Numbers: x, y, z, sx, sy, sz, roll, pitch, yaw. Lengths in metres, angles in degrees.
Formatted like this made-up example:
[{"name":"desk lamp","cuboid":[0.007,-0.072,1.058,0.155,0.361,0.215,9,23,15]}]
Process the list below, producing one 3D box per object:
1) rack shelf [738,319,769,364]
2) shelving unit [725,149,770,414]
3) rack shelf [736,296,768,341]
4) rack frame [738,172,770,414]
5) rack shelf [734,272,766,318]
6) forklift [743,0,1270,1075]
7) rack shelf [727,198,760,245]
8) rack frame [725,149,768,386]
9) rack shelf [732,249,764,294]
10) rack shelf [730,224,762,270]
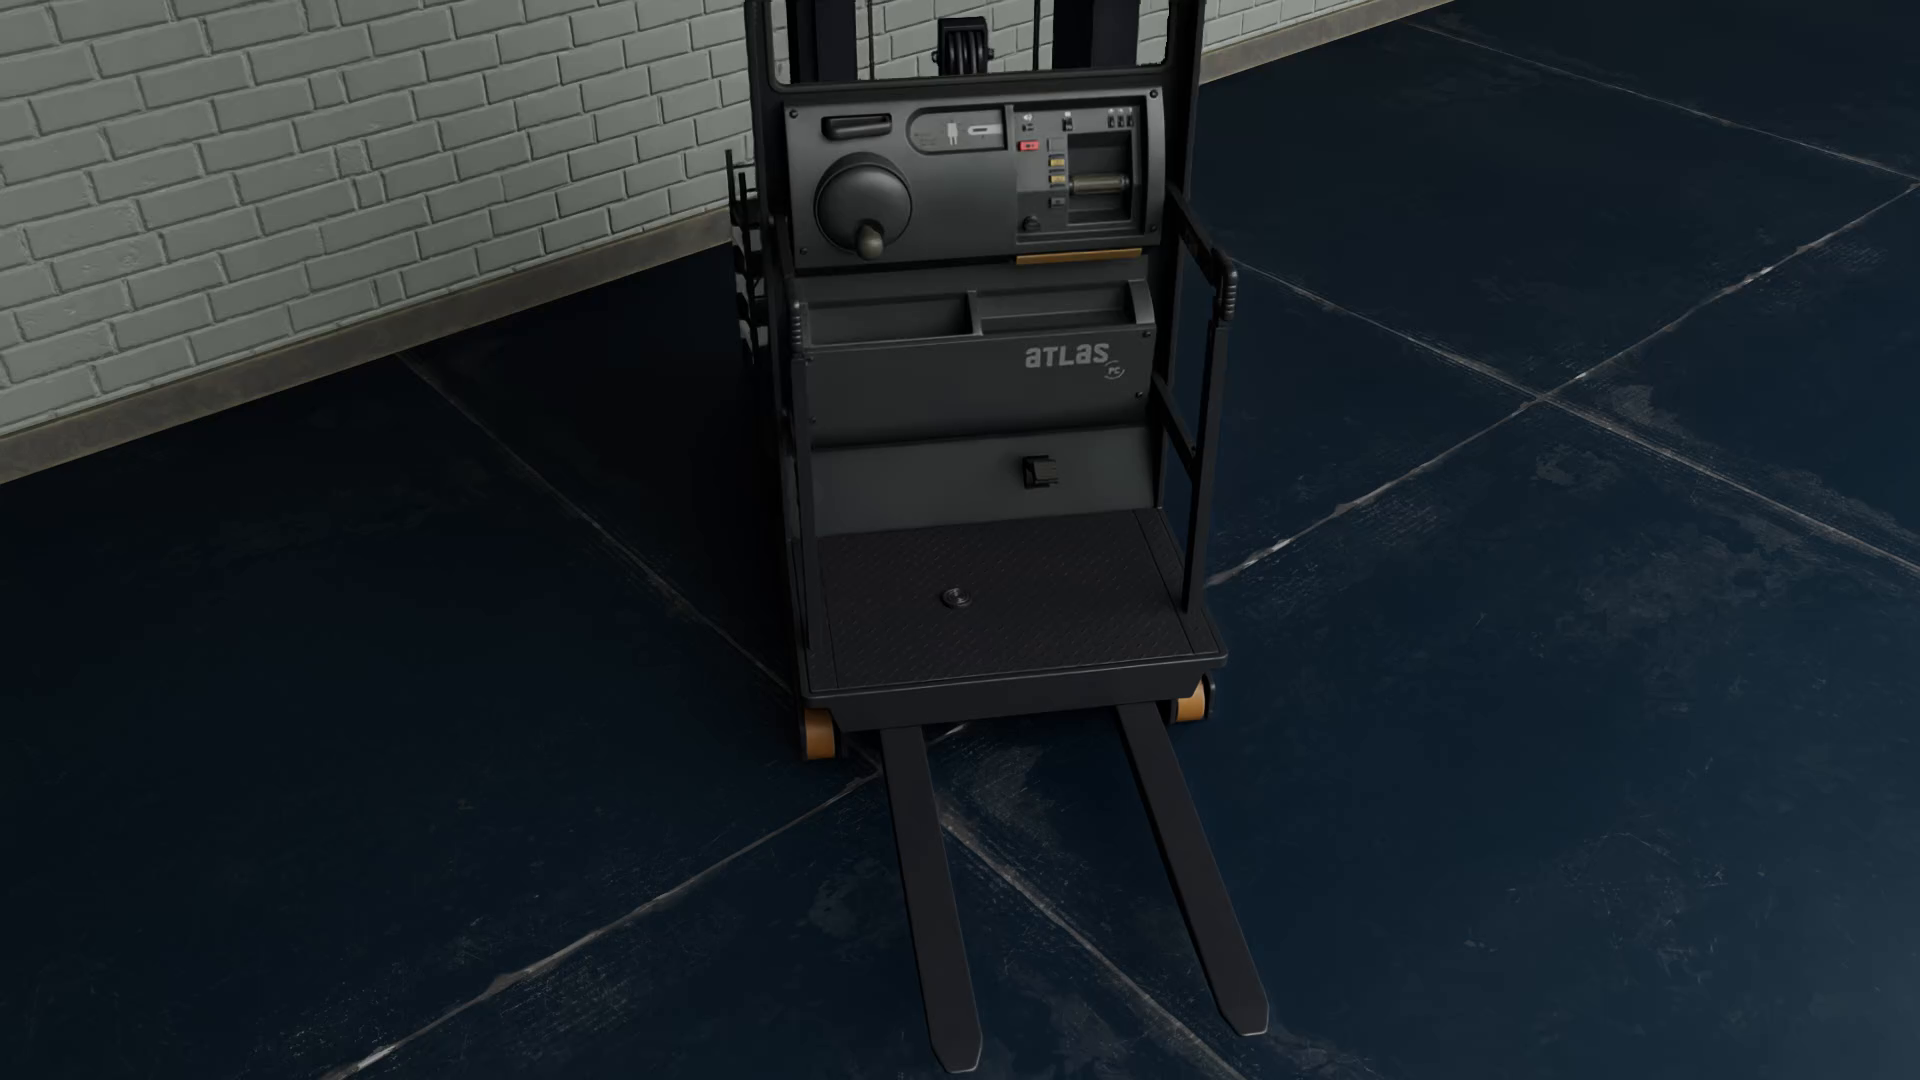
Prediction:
[{"name":"rack shelf","cuboid":[-0.633,-0.718,5.854,0.258,0.077,0.200,-11,37,-15]},{"name":"shelving unit","cuboid":[-0.633,-0.892,5.731,0.258,0.900,0.210,-11,37,-15]},{"name":"rack shelf","cuboid":[-0.633,-0.791,5.802,0.258,0.077,0.200,-11,37,-15]},{"name":"rack frame","cuboid":[-0.600,-0.836,5.652,0.240,0.900,0.006,-11,37,-15]},{"name":"rack shelf","cuboid":[-0.633,-0.865,5.750,0.258,0.077,0.200,-11,37,-15]},{"name":"forklift","cuboid":[0.077,-0.834,3.891,1.130,2.935,3.031,-5,36,-7]},{"name":"rack shelf","cuboid":[-0.633,-1.085,5.594,0.258,0.077,0.200,-11,37,-15]},{"name":"rack frame","cuboid":[-0.665,-0.948,5.810,0.240,0.900,0.006,-11,37,-15]},{"name":"rack shelf","cuboid":[-0.633,-0.938,5.698,0.258,0.077,0.200,-11,37,-15]},{"name":"rack shelf","cuboid":[-0.633,-1.012,5.646,0.258,0.077,0.200,-11,37,-15]}]
